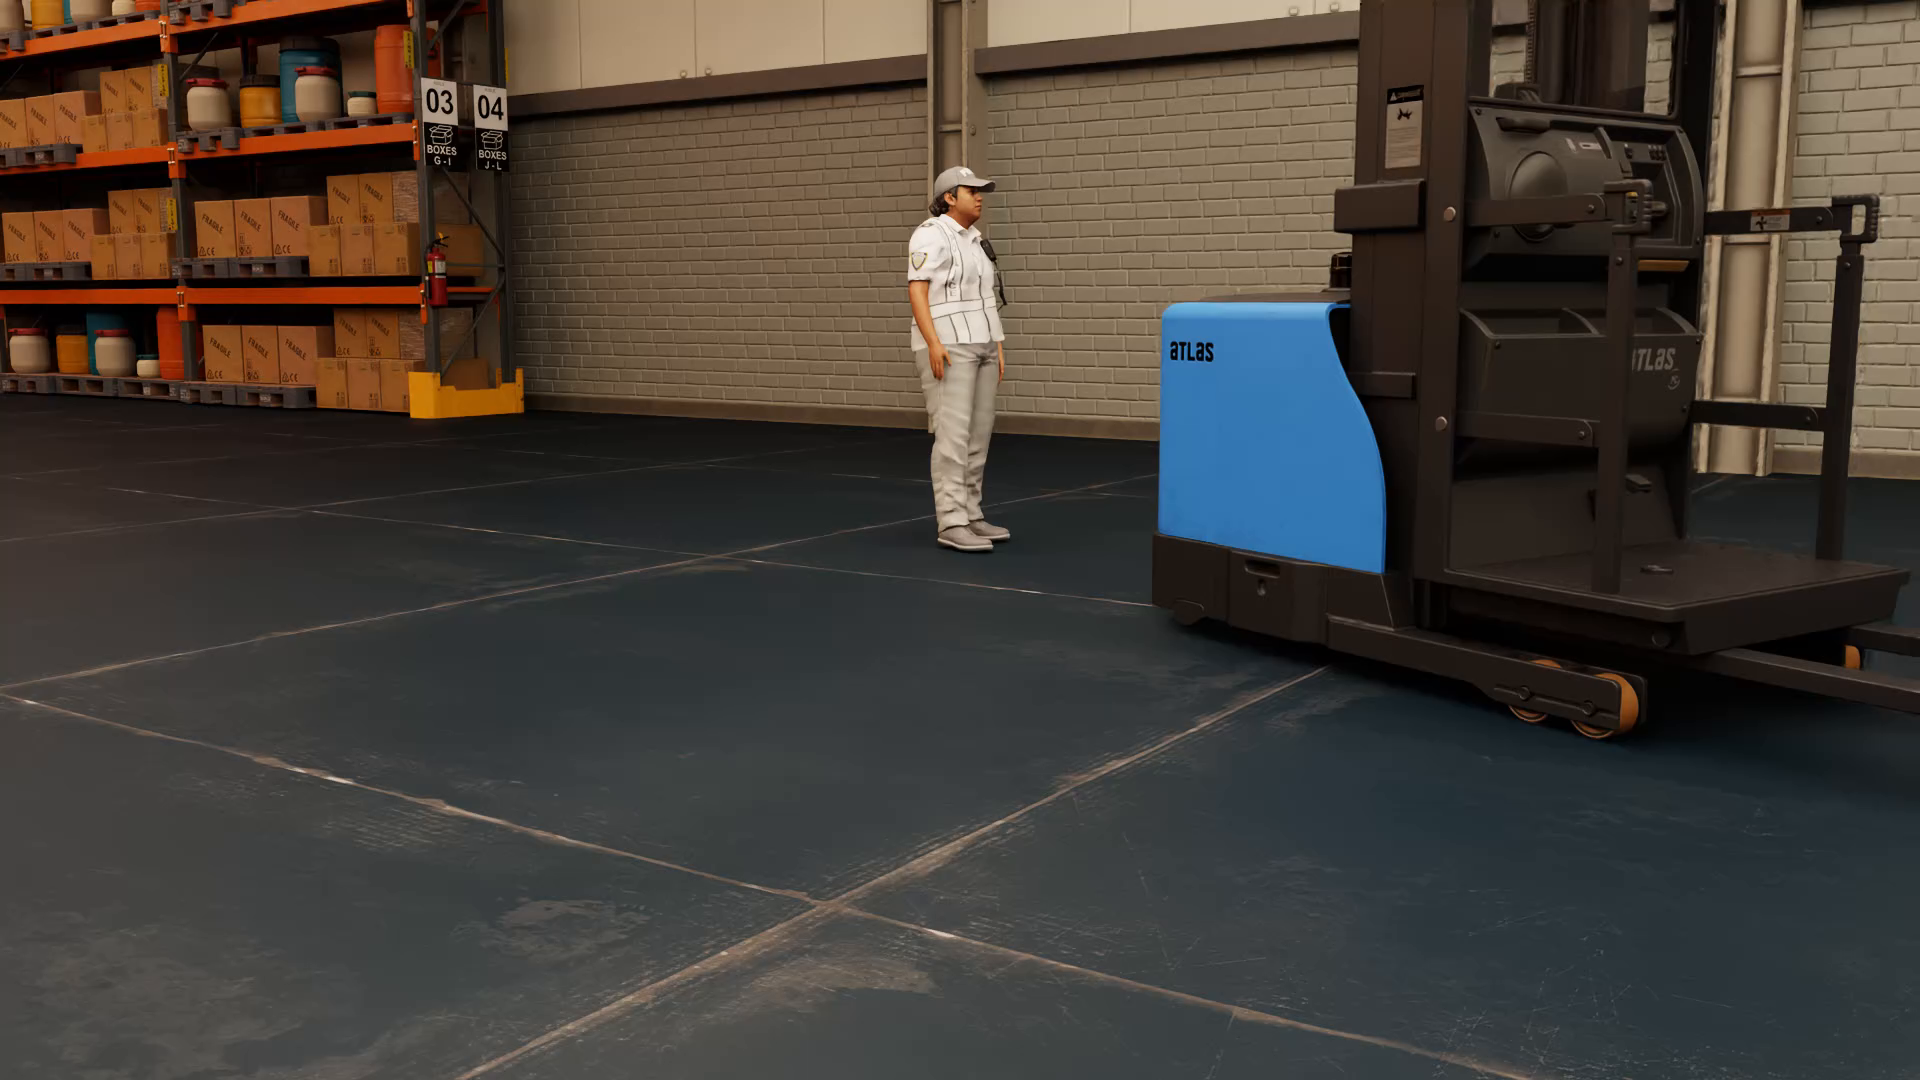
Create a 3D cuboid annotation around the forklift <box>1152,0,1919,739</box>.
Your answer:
[{"bbox_3d":[1.868,-1.032,4.449,1.130,2.935,3.031,-5,10,-33],"label":"forklift"}]

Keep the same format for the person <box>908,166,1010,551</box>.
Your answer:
[{"bbox_3d":[0.051,-0.823,7.424,0.529,1.670,0.598,5,10,34],"label":"person"}]
